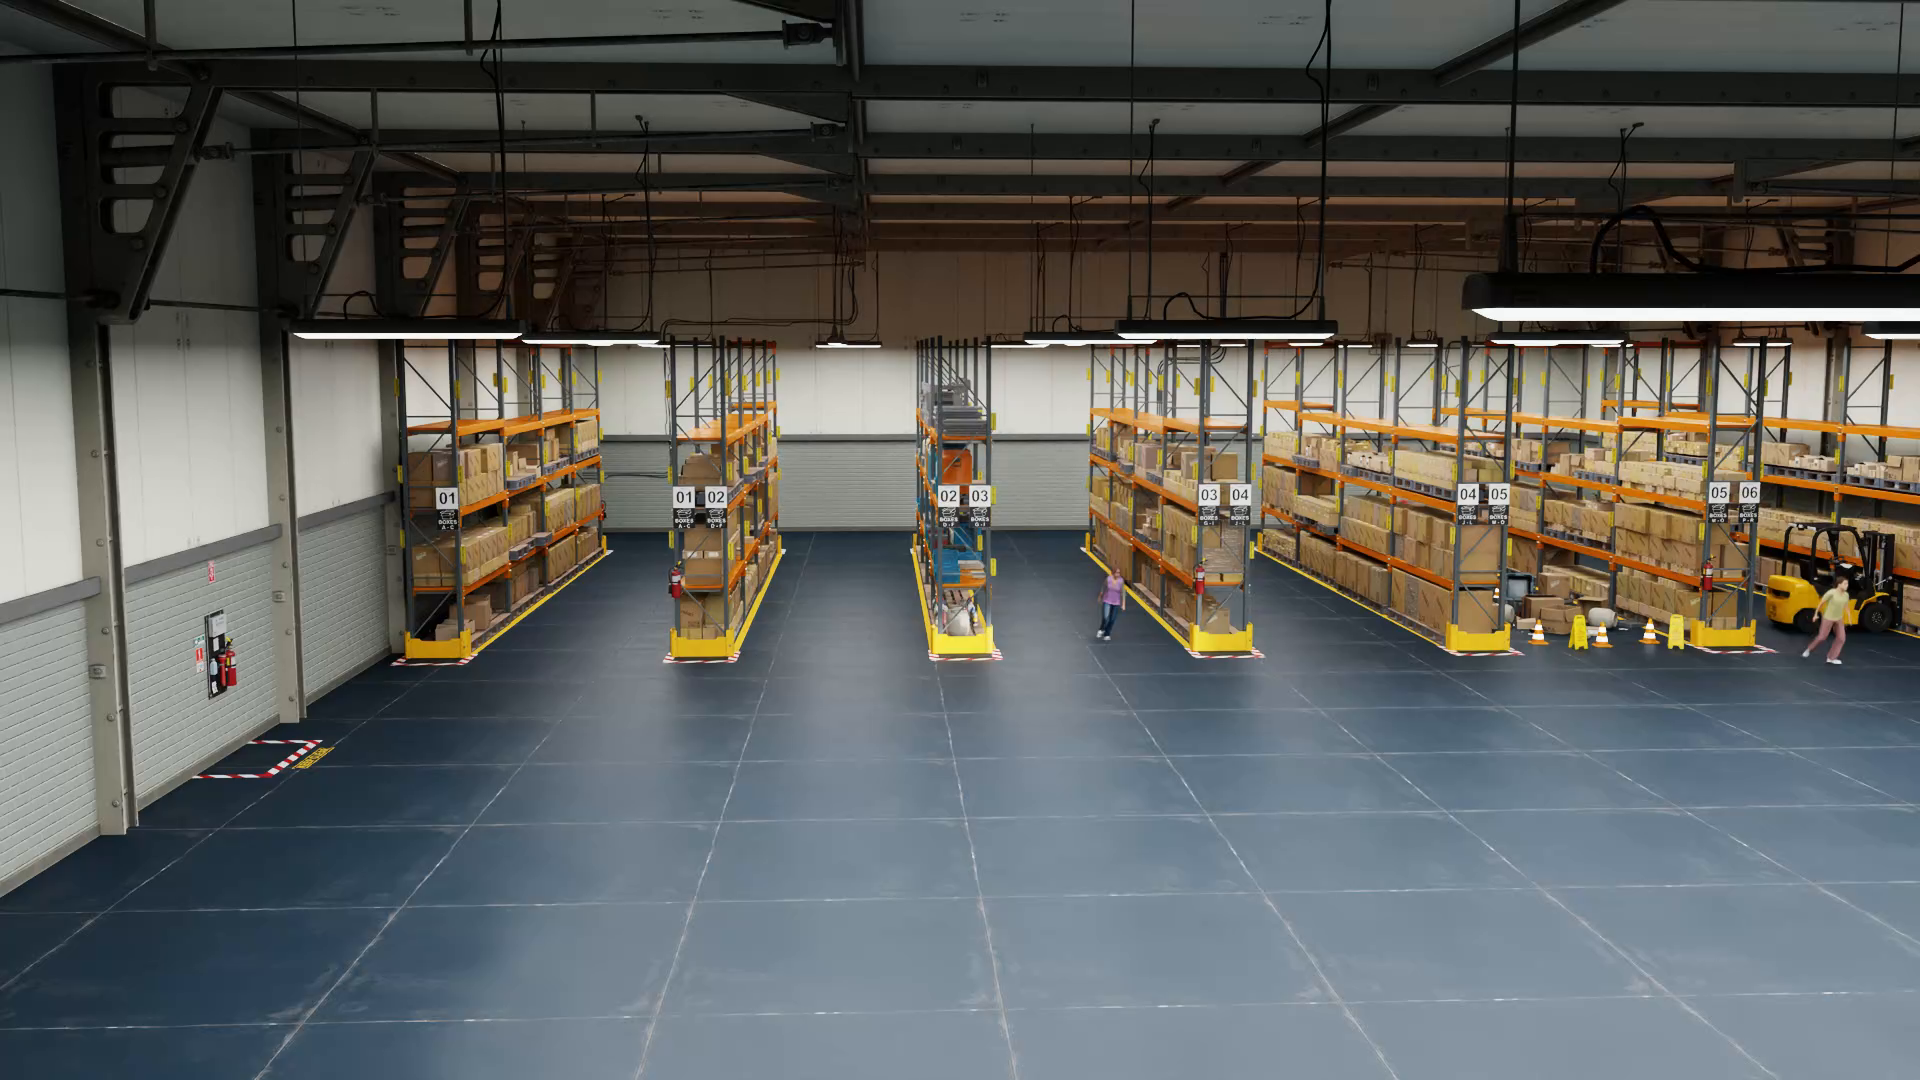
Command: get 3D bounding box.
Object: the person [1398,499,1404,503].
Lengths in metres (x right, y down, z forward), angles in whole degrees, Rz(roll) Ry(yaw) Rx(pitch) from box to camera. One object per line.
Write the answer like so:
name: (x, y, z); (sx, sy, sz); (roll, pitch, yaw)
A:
person: (11.955, -0.209, 44.690); (0.659, 1.738, 0.822); (-3, 7, -25)

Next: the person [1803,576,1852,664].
person: (16.008, 1.446, 30.644); (0.647, 1.611, 0.703); (-1, 7, -11)

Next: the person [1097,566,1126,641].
person: (2.978, 1.256, 32.711); (0.545, 1.523, 0.547); (0, 7, -4)
